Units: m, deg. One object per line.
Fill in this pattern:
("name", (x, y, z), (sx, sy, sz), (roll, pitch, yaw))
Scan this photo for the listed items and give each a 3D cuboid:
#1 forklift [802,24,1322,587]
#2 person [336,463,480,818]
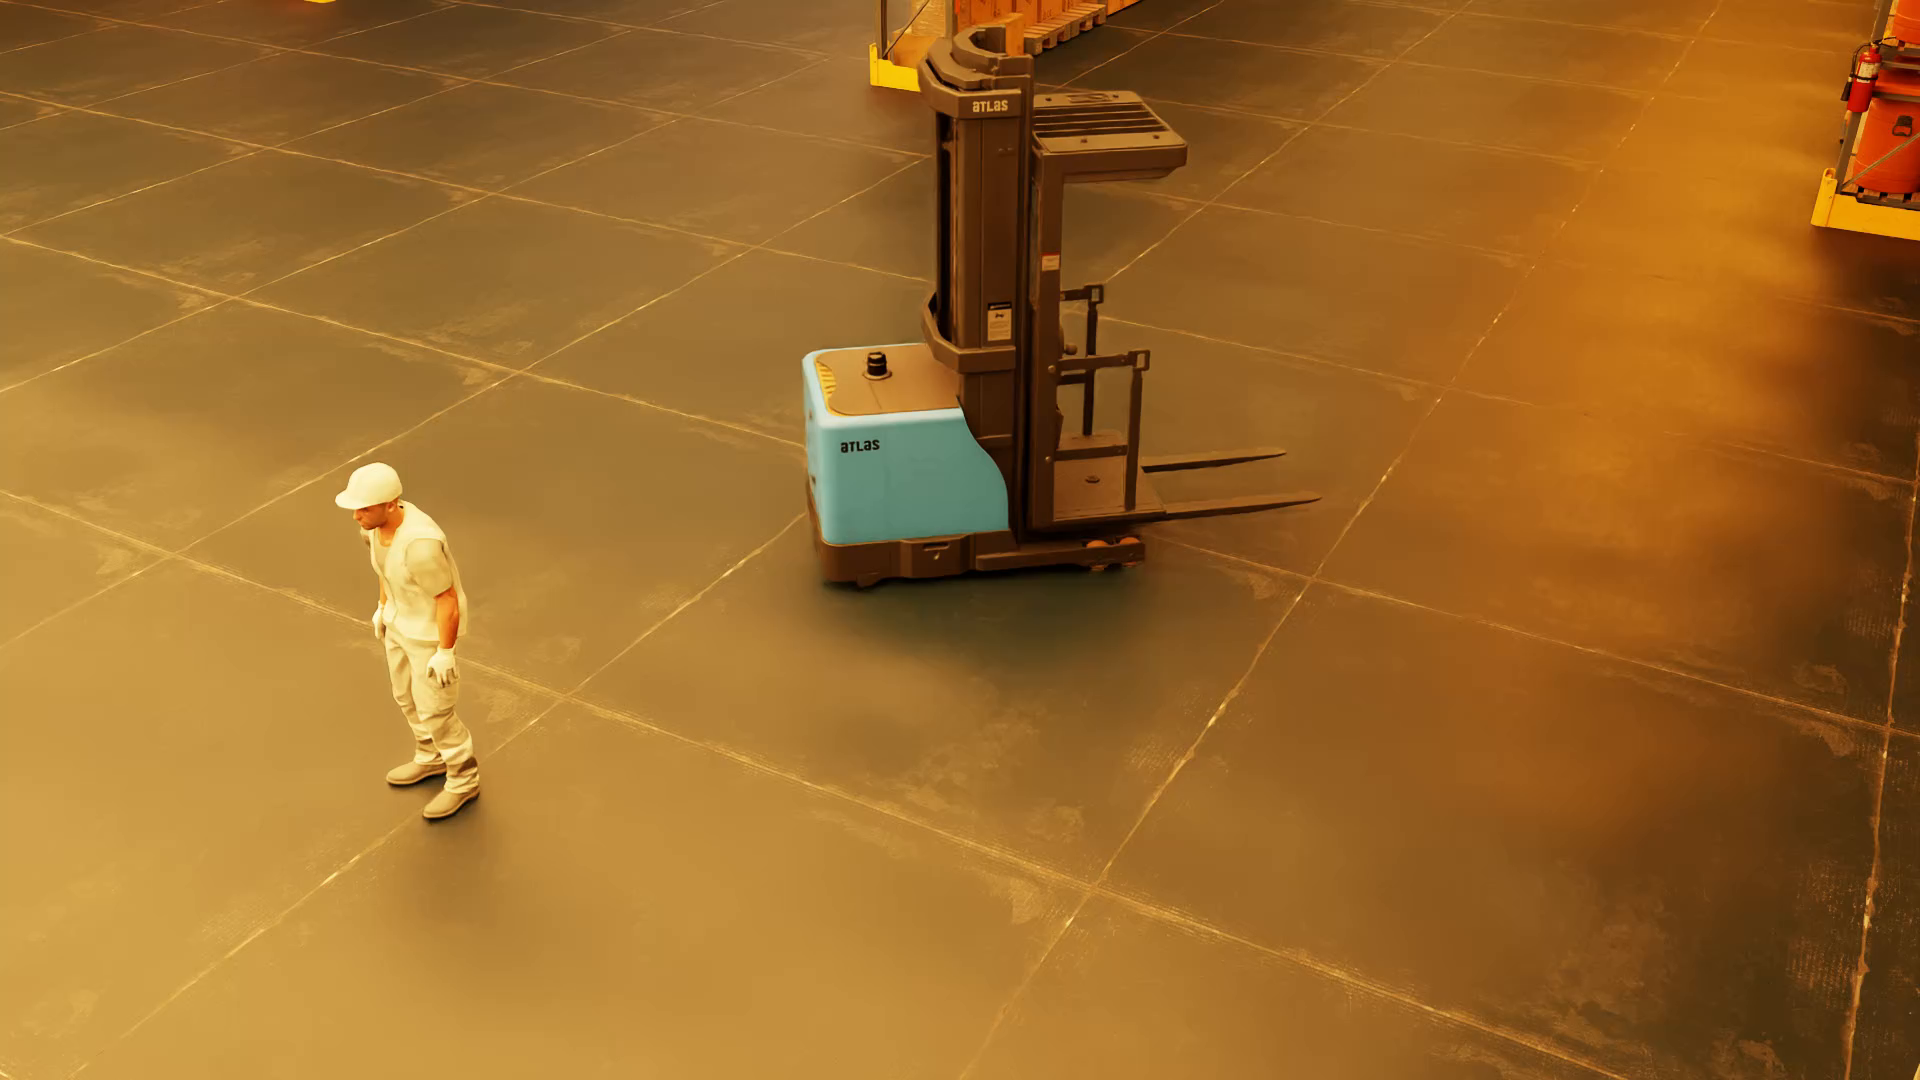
("forklift", (0.626, -1.353, 9.415), (3.031, 2.935, 1.130), (-5, 30, -9))
("person", (-2.458, 0.428, 7.487), (0.453, 1.777, 0.607), (-26, 39, -37))
